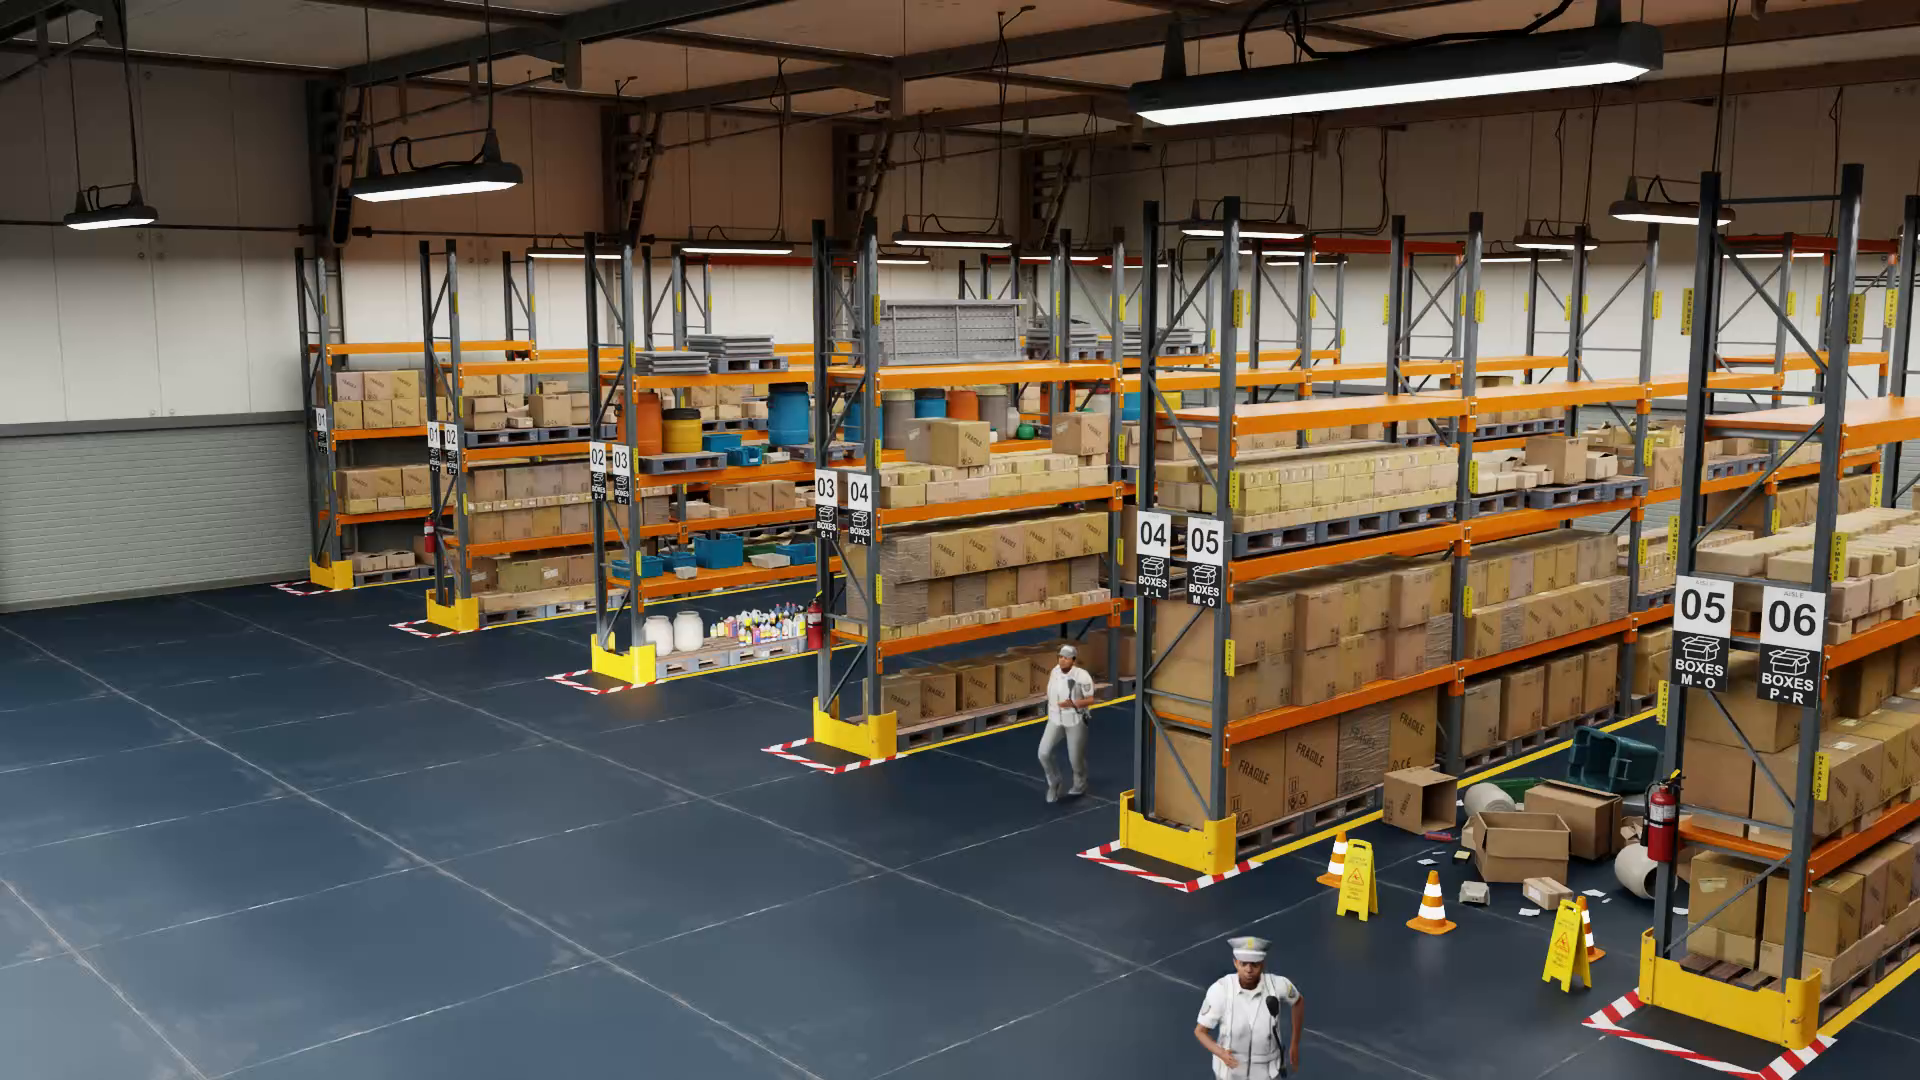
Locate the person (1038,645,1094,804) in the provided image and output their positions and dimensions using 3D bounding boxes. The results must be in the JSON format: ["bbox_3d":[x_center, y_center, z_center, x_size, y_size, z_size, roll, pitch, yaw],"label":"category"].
[{"bbox_3d":[1.118,1.881,16.997,0.589,1.671,0.731,5,10,28],"label":"person"}]

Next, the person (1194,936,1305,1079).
[{"bbox_3d":[1.613,3.004,9.304,0.606,1.757,0.874,1,8,9],"label":"person"}]
